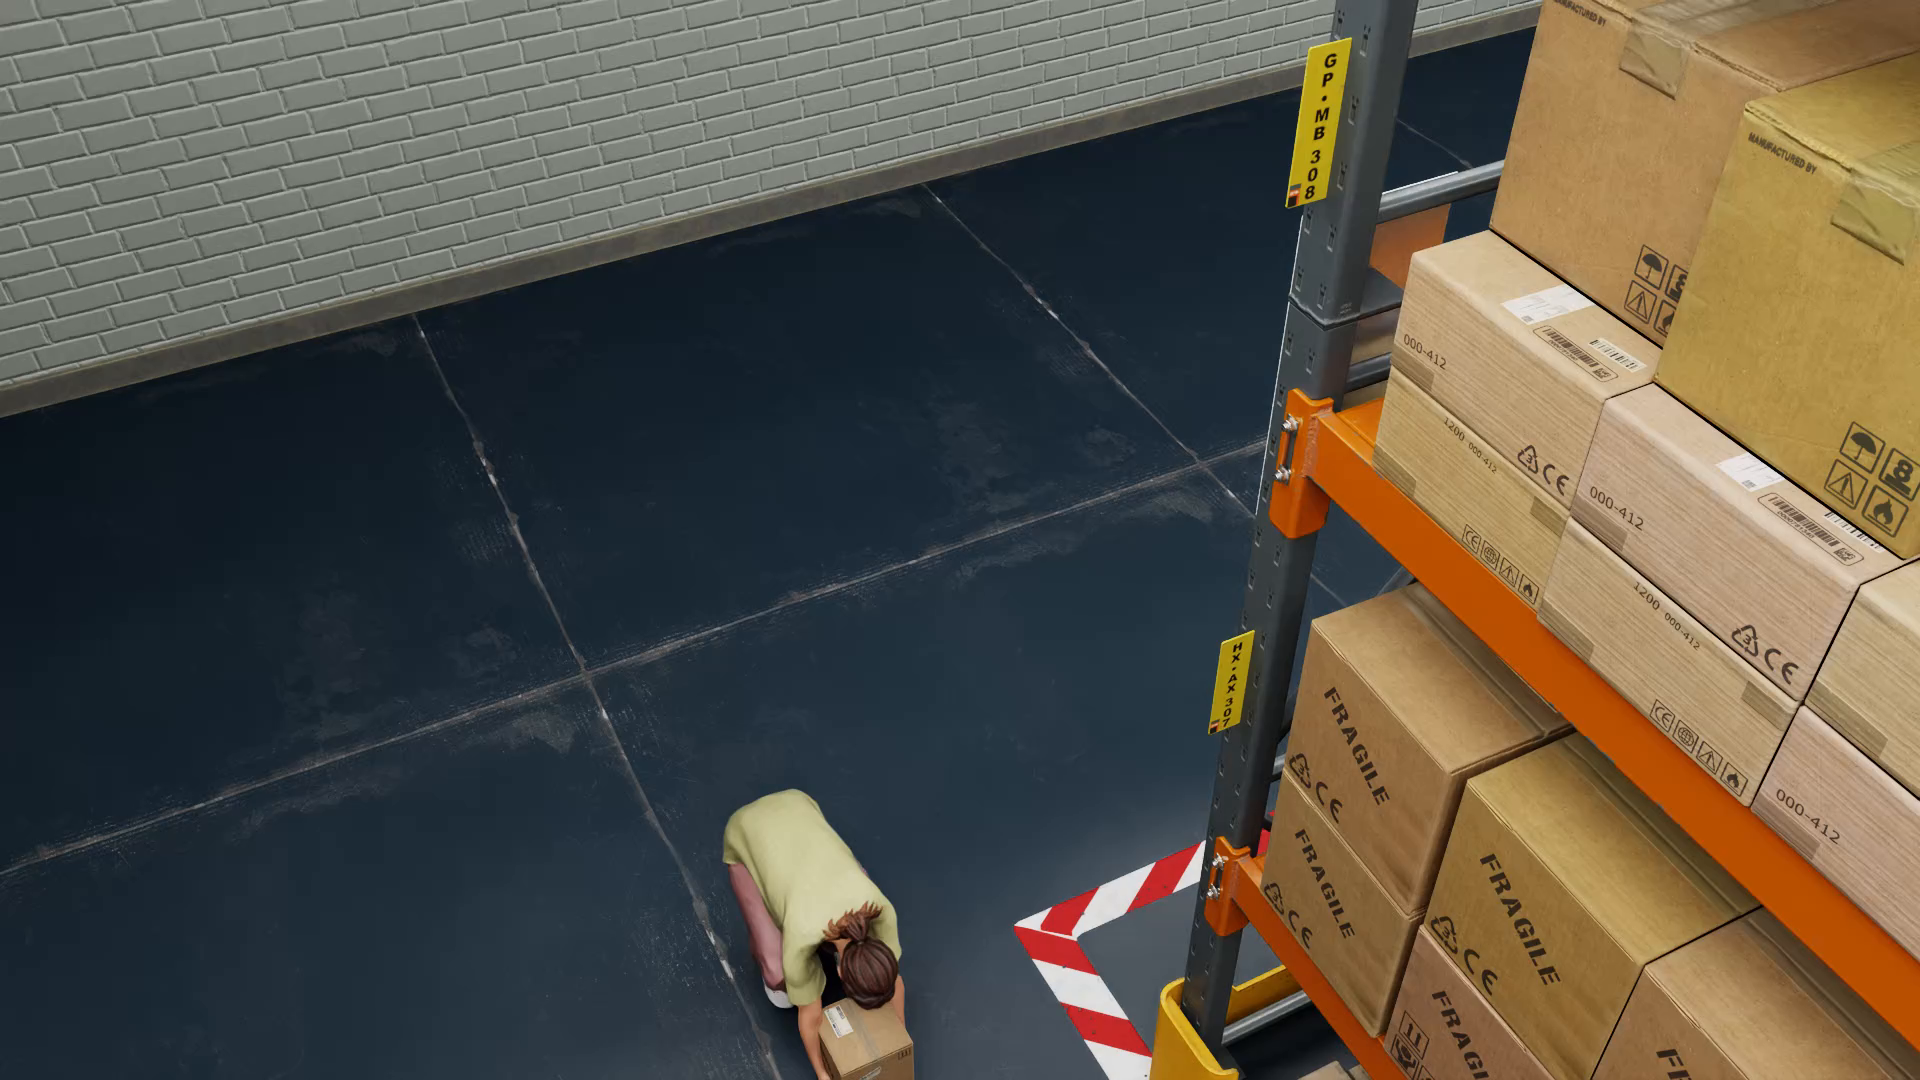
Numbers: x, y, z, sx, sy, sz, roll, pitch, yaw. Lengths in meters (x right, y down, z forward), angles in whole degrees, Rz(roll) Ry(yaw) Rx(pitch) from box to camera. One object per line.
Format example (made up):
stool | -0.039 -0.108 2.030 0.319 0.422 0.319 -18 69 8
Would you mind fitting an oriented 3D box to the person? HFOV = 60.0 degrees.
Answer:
person | -0.451 1.285 5.421 0.463 0.756 0.867 -20 45 -21
